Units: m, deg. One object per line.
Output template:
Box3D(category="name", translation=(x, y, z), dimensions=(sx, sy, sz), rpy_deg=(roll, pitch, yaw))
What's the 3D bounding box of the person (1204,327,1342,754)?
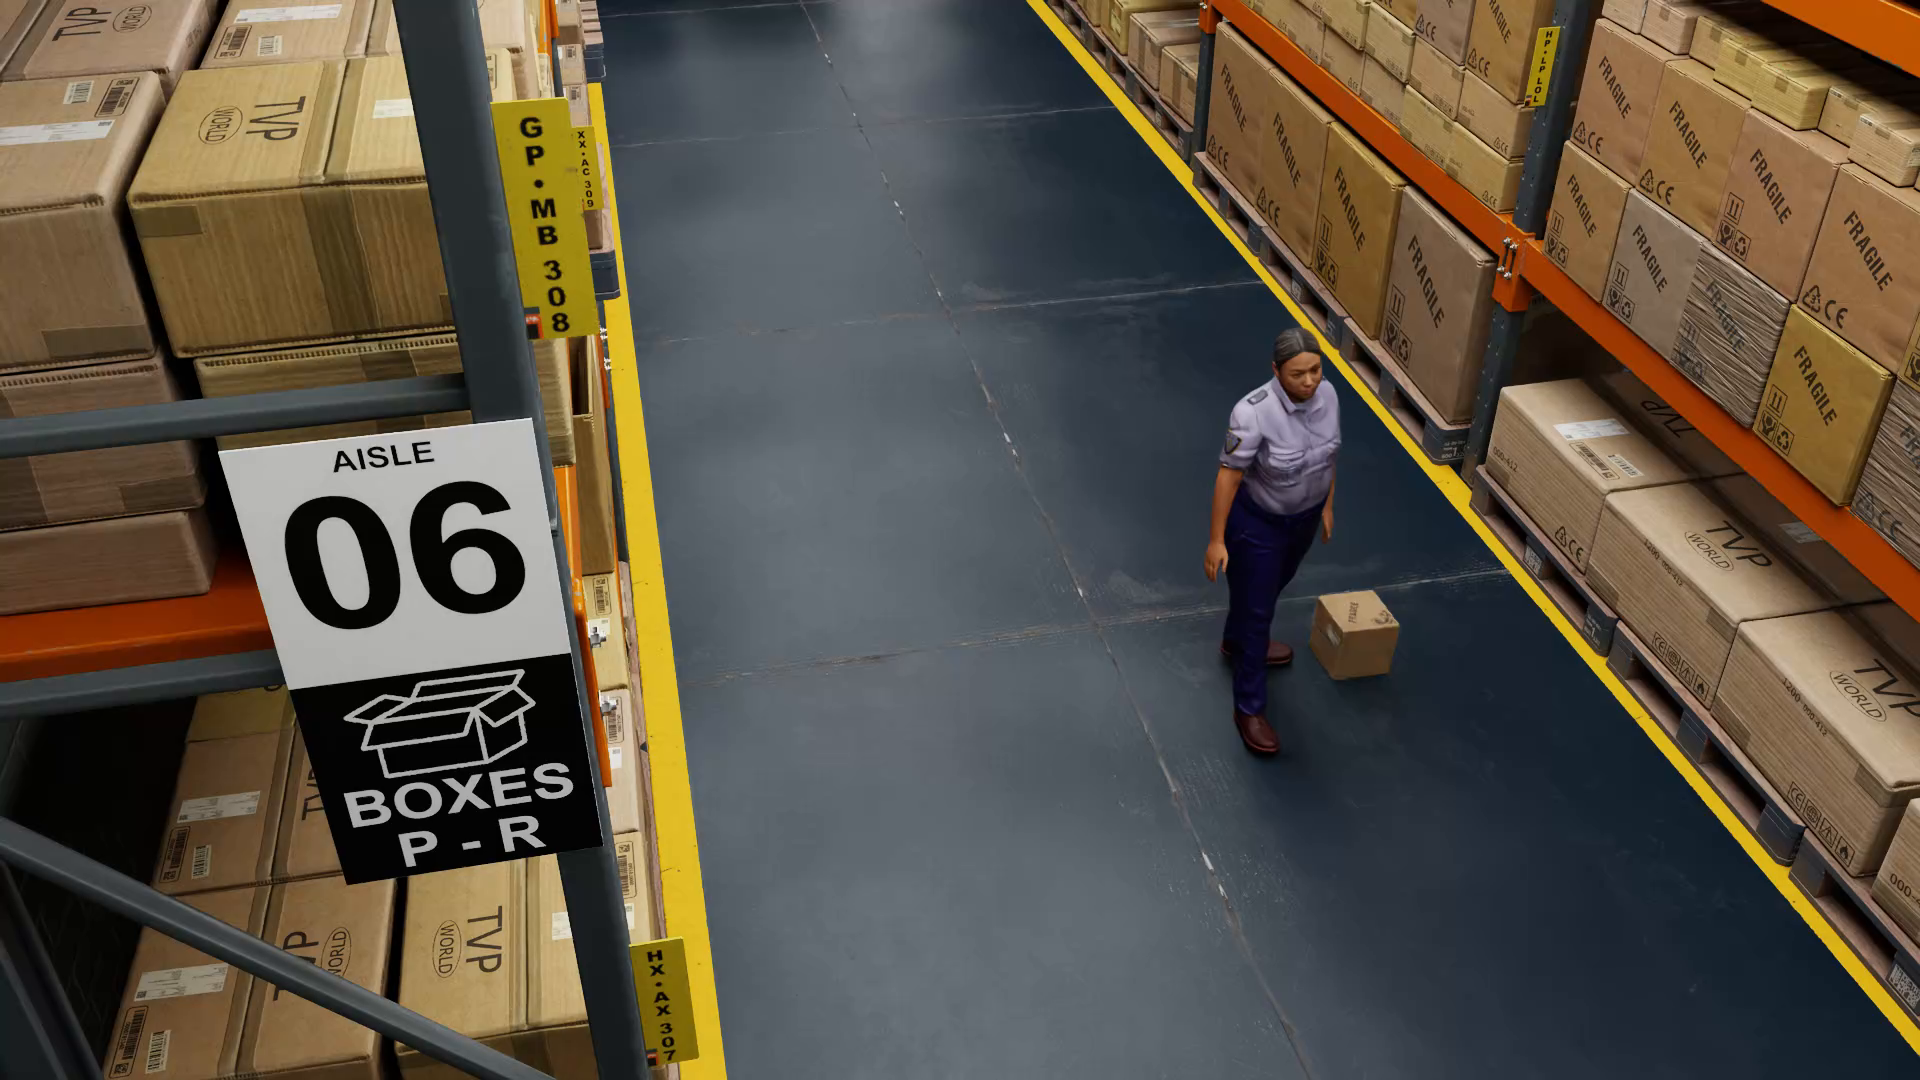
Box3D(category="person", translation=(1.177, -0.036, 6.197), dimensions=(0.626, 1.622, 0.615), rpy_deg=(-22, 40, -29))
